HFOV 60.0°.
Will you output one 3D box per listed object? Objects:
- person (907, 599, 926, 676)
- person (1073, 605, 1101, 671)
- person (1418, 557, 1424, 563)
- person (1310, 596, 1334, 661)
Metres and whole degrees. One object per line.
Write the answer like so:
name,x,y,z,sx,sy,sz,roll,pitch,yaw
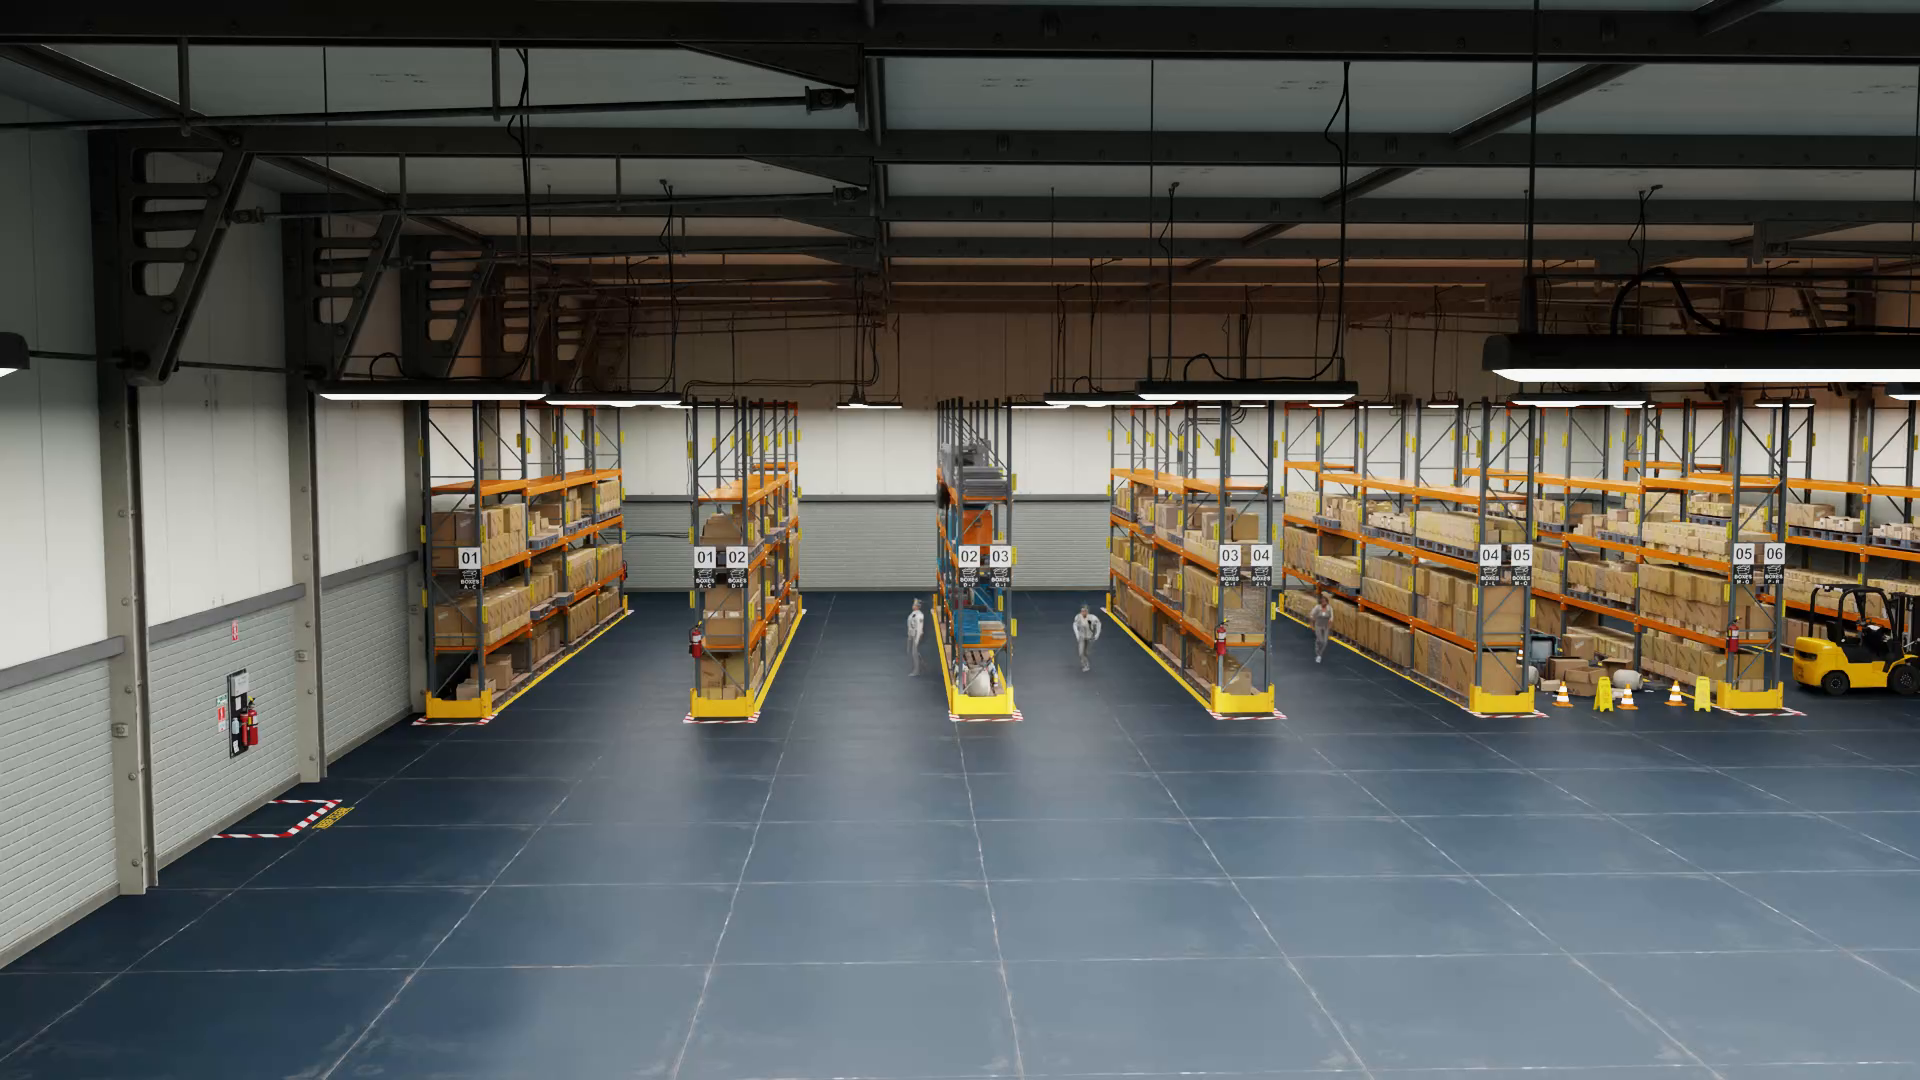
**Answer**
person,-0.928,2.095,36.188,0.591,1.672,0.689,-3,5,-31
person,2.807,2.148,36.679,0.629,1.499,0.851,1,4,8
person,13.582,1.068,49.363,0.880,1.673,0.604,-1,4,-11
person,8.277,2.041,37.975,0.492,1.491,0.622,0,4,-5
